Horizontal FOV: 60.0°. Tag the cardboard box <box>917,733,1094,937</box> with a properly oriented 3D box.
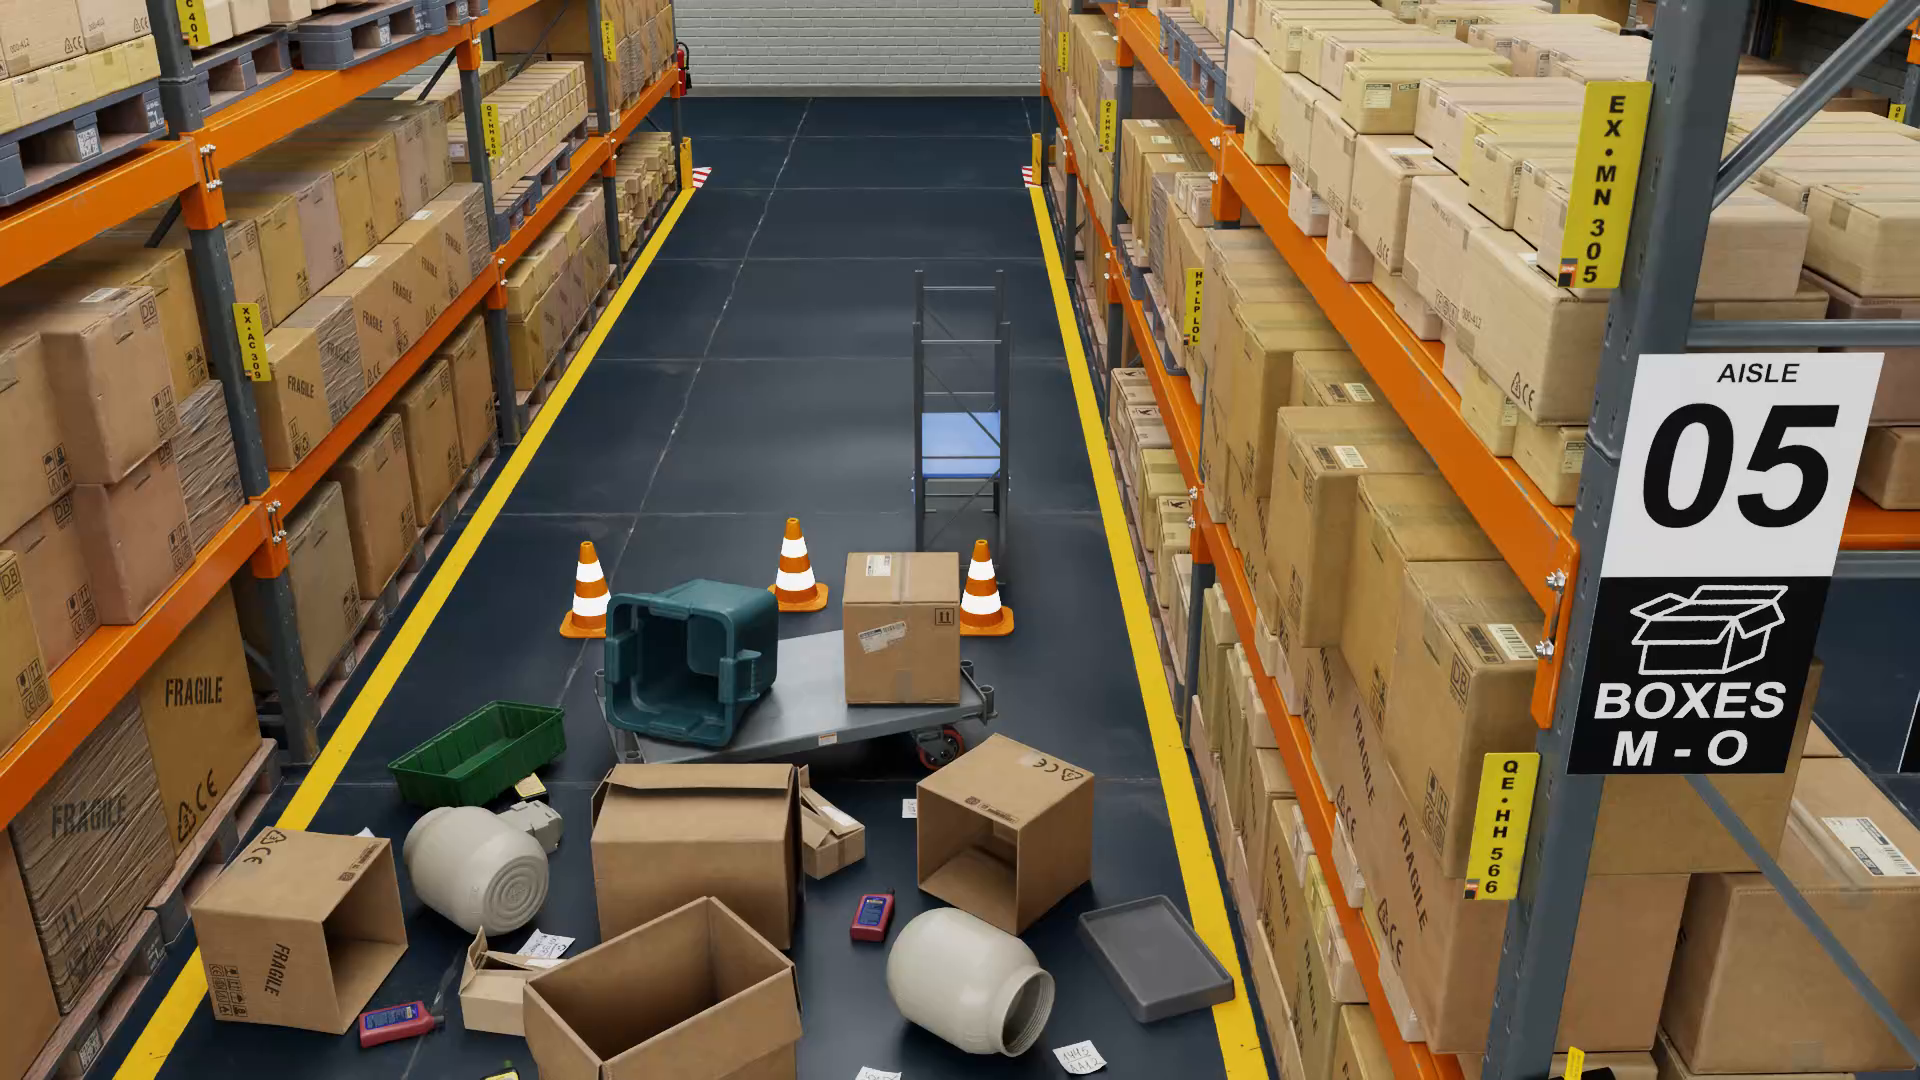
[{"bbox_3d":[0.179,1.156,6.585,0.500,0.500,0.500,19,30,35],"label":"cardboard box"}]

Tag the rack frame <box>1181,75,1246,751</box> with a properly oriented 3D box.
[{"bbox_3d":[1.528,-0.430,7.060,1.000,3.000,0.127,0,24,-1],"label":"rack frame"}]

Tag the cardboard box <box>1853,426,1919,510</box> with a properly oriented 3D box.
[{"bbox_3d":[1.892,-0.172,3.155,0.380,0.149,0.250,0,24,-1],"label":"cardboard box"}]

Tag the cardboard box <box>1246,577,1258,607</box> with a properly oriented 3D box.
[{"bbox_3d":[1.266,0.131,6.125,0.380,0.149,0.250,0,24,1],"label":"cardboard box"}]

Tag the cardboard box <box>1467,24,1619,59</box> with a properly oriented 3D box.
[{"bbox_3d":[1.776,-1.487,5.094,0.380,0.149,0.250,-1,24,-2],"label":"cardboard box"}]

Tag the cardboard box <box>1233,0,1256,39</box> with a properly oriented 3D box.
[{"bbox_3d":[1.205,-1.914,6.040,0.380,0.149,0.250,-1,24,-1],"label":"cardboard box"}]

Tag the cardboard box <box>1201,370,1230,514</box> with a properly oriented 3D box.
[{"bbox_3d":[1.254,-0.428,6.575,0.500,0.500,0.500,0,24,-1],"label":"cardboard box"}]

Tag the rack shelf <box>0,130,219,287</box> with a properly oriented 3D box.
[{"bbox_3d":[-3.399,-0.581,4.627,1.077,0.370,4.000,0,24,-1],"label":"rack shelf"}]

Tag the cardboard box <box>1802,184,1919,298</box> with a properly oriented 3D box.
[{"bbox_3d":[1.771,-0.545,3.011,0.380,0.149,0.250,0,24,-1],"label":"cardboard box"}]

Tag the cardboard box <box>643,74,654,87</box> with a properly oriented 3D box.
[{"bbox_3d":[-3.283,-4.644,16.682,0.380,0.149,0.250,-1,24,-3],"label":"cardboard box"}]

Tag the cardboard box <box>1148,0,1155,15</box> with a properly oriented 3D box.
[{"bbox_3d":[1.318,-3.200,9.850,0.380,0.149,0.250,0,24,-1],"label":"cardboard box"}]

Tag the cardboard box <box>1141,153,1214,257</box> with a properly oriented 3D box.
[{"bbox_3d":[1.283,-1.831,9.166,0.500,0.500,0.500,0,24,0],"label":"cardboard box"}]

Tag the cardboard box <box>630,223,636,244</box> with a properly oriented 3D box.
[{"bbox_3d":[-3.194,-2.816,15.286,0.380,0.149,0.250,0,24,1],"label":"cardboard box"}]

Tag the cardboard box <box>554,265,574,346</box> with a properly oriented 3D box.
[{"bbox_3d":[-3.236,-1.778,12.565,0.500,0.500,0.500,-1,24,-2],"label":"cardboard box"}]

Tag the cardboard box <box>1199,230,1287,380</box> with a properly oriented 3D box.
[{"bbox_3d":[1.316,-0.884,6.370,0.700,0.500,0.500,-1,24,-1],"label":"cardboard box"}]

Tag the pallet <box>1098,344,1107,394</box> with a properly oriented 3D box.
[{"bbox_3d":[1.551,-1.133,11.999,1.003,0.211,1.213,0,24,-1],"label":"pallet"}]

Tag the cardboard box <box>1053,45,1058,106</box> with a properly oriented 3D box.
[{"bbox_3d":[1.149,-4.381,15.675,0.500,0.500,0.500,-1,24,-1],"label":"cardboard box"}]

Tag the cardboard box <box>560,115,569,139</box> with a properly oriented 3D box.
[{"bbox_3d":[-3.299,-3.264,13.121,0.380,0.149,0.250,-1,24,-3],"label":"cardboard box"}]

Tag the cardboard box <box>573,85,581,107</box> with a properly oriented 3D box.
[{"bbox_3d":[-3.302,-3.603,13.511,0.380,0.149,0.250,0,24,0],"label":"cardboard box"}]

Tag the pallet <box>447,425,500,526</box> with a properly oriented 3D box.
[{"bbox_3d":[-3.531,-0.419,10.419,1.003,0.211,1.213,0,24,-1],"label":"pallet"}]

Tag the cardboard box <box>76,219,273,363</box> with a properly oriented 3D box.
[{"bbox_3d":[-3.432,-1.072,7.145,0.700,0.500,0.500,-1,24,-1],"label":"cardboard box"}]

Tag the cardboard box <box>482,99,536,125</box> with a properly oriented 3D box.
[{"bbox_3d":[-3.292,-3.095,12.027,0.380,0.149,0.250,0,24,1],"label":"cardboard box"}]

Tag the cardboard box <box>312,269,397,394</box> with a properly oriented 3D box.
[{"bbox_3d":[-3.167,-1.044,8.296,0.500,0.500,0.500,0,24,-1],"label":"cardboard box"}]

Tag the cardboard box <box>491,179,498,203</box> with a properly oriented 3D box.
[{"bbox_3d":[-3.268,-2.276,10.938,0.380,0.149,0.250,-1,24,-1],"label":"cardboard box"}]

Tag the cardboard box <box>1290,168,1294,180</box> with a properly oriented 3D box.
[{"bbox_3d":[1.309,-1.239,5.515,0.380,0.149,0.250,0,24,1],"label":"cardboard box"}]

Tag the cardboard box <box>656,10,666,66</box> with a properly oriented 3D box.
[{"bbox_3d":[-3.289,-5.096,16.894,0.500,0.500,0.500,-1,24,-1],"label":"cardboard box"}]

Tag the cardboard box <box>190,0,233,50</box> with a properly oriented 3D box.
[{"bbox_3d":[-3.178,-2.158,6.774,0.258,0.266,0.396,-1,24,-1],"label":"cardboard box"}]

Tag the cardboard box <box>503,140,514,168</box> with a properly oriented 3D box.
[{"bbox_3d":[-3.280,-2.648,11.400,0.380,0.149,0.250,-1,24,-2],"label":"cardboard box"}]

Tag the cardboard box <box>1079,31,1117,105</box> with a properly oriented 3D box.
[{"bbox_3d":[1.194,-3.629,12.799,0.500,0.500,0.500,-1,24,-2],"label":"cardboard box"}]

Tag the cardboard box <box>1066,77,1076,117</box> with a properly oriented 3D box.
[{"bbox_3d":[1.163,-3.703,13.873,0.500,0.250,0.500,-1,24,-2],"label":"cardboard box"}]

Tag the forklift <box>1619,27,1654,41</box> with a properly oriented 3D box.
[{"bbox_3d":[3.039,-0.980,8.360,1.130,2.935,3.031,0,24,0],"label":"forklift"}]

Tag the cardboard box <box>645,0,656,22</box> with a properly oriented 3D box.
[{"bbox_3d":[-3.278,-5.337,16.215,0.500,0.500,0.500,1,24,2],"label":"cardboard box"}]

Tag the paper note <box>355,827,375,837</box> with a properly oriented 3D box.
[{"bbox_3d":[-2.508,1.260,6.927,0.147,0.020,0.142,-19,31,-36],"label":"paper note"}]

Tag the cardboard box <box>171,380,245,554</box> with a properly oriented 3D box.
[{"bbox_3d":[-3.405,-0.282,6.552,0.875,0.550,0.550,0,24,-1],"label":"cardboard box"}]

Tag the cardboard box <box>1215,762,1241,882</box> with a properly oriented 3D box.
[{"bbox_3d":[1.281,1.096,6.514,0.500,0.250,0.500,1,24,2],"label":"cardboard box"}]

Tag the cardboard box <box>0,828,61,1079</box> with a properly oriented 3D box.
[{"bbox_3d":[-3.462,1.417,5.045,0.875,0.875,0.875,-1,24,-1],"label":"cardboard box"}]

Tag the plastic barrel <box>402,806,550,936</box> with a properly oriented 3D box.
[{"bbox_3d":[-1.875,1.268,6.432,0.512,0.421,0.421,19,30,35],"label":"plastic barrel"}]

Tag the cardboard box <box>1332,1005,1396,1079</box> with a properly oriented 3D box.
[{"bbox_3d":[1.302,1.609,4.469,0.500,0.500,0.500,0,24,0],"label":"cardboard box"}]

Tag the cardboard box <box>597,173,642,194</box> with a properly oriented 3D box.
[{"bbox_3d":[-3.247,-3.399,15.854,0.380,0.149,0.250,0,24,1],"label":"cardboard box"}]

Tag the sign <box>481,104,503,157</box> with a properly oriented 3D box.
[{"bbox_3d":[-2.910,-2.546,10.334,0.100,0.325,0.005,0,24,-1],"label":"sign"}]

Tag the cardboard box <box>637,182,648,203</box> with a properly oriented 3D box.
[{"bbox_3d":[-3.242,-3.374,16.160,0.380,0.149,0.250,0,24,-1],"label":"cardboard box"}]

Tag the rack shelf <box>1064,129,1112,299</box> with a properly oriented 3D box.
[{"bbox_3d":[1.462,-2.574,12.675,1.077,0.370,4.000,0,24,-1],"label":"rack shelf"}]

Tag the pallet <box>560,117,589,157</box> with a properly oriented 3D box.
[{"bbox_3d":[-3.645,-3.260,13.550,1.003,0.211,1.213,0,24,-1],"label":"pallet"}]

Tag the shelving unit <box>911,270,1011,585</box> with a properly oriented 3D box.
[{"bbox_3d":[0.001,-0.648,9.363,0.538,1.500,1.048,0,24,-1],"label":"shelving unit"}]

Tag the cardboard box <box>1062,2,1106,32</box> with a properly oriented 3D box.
[{"bbox_3d":[1.159,-4.421,14.550,0.500,0.500,0.500,0,24,-1],"label":"cardboard box"}]

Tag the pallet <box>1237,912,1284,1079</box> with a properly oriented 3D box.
[{"bbox_3d":[1.587,1.621,5.909,1.003,0.211,1.213,0,24,-1],"label":"pallet"}]

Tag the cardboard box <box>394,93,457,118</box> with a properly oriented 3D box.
[{"bbox_3d":[-3.942,-3.202,12.263,0.380,0.149,0.250,0,24,1],"label":"cardboard box"}]

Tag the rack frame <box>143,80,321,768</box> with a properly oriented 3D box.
[{"bbox_3d":[-3.421,-0.366,6.919,1.000,3.000,0.127,0,24,-1],"label":"rack frame"}]

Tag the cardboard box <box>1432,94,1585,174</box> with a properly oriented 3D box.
[{"bbox_3d":[1.340,-0.952,3.913,0.380,0.149,0.250,0,24,-1],"label":"cardboard box"}]

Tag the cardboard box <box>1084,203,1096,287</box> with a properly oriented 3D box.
[{"bbox_3d":[1.527,-2.695,14.136,0.875,0.875,0.875,0,24,1],"label":"cardboard box"}]

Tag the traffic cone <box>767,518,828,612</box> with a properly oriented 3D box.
[{"bbox_3d":[-0.889,0.106,8.953,0.336,0.463,0.334,0,24,-1],"label":"traffic cone"}]
